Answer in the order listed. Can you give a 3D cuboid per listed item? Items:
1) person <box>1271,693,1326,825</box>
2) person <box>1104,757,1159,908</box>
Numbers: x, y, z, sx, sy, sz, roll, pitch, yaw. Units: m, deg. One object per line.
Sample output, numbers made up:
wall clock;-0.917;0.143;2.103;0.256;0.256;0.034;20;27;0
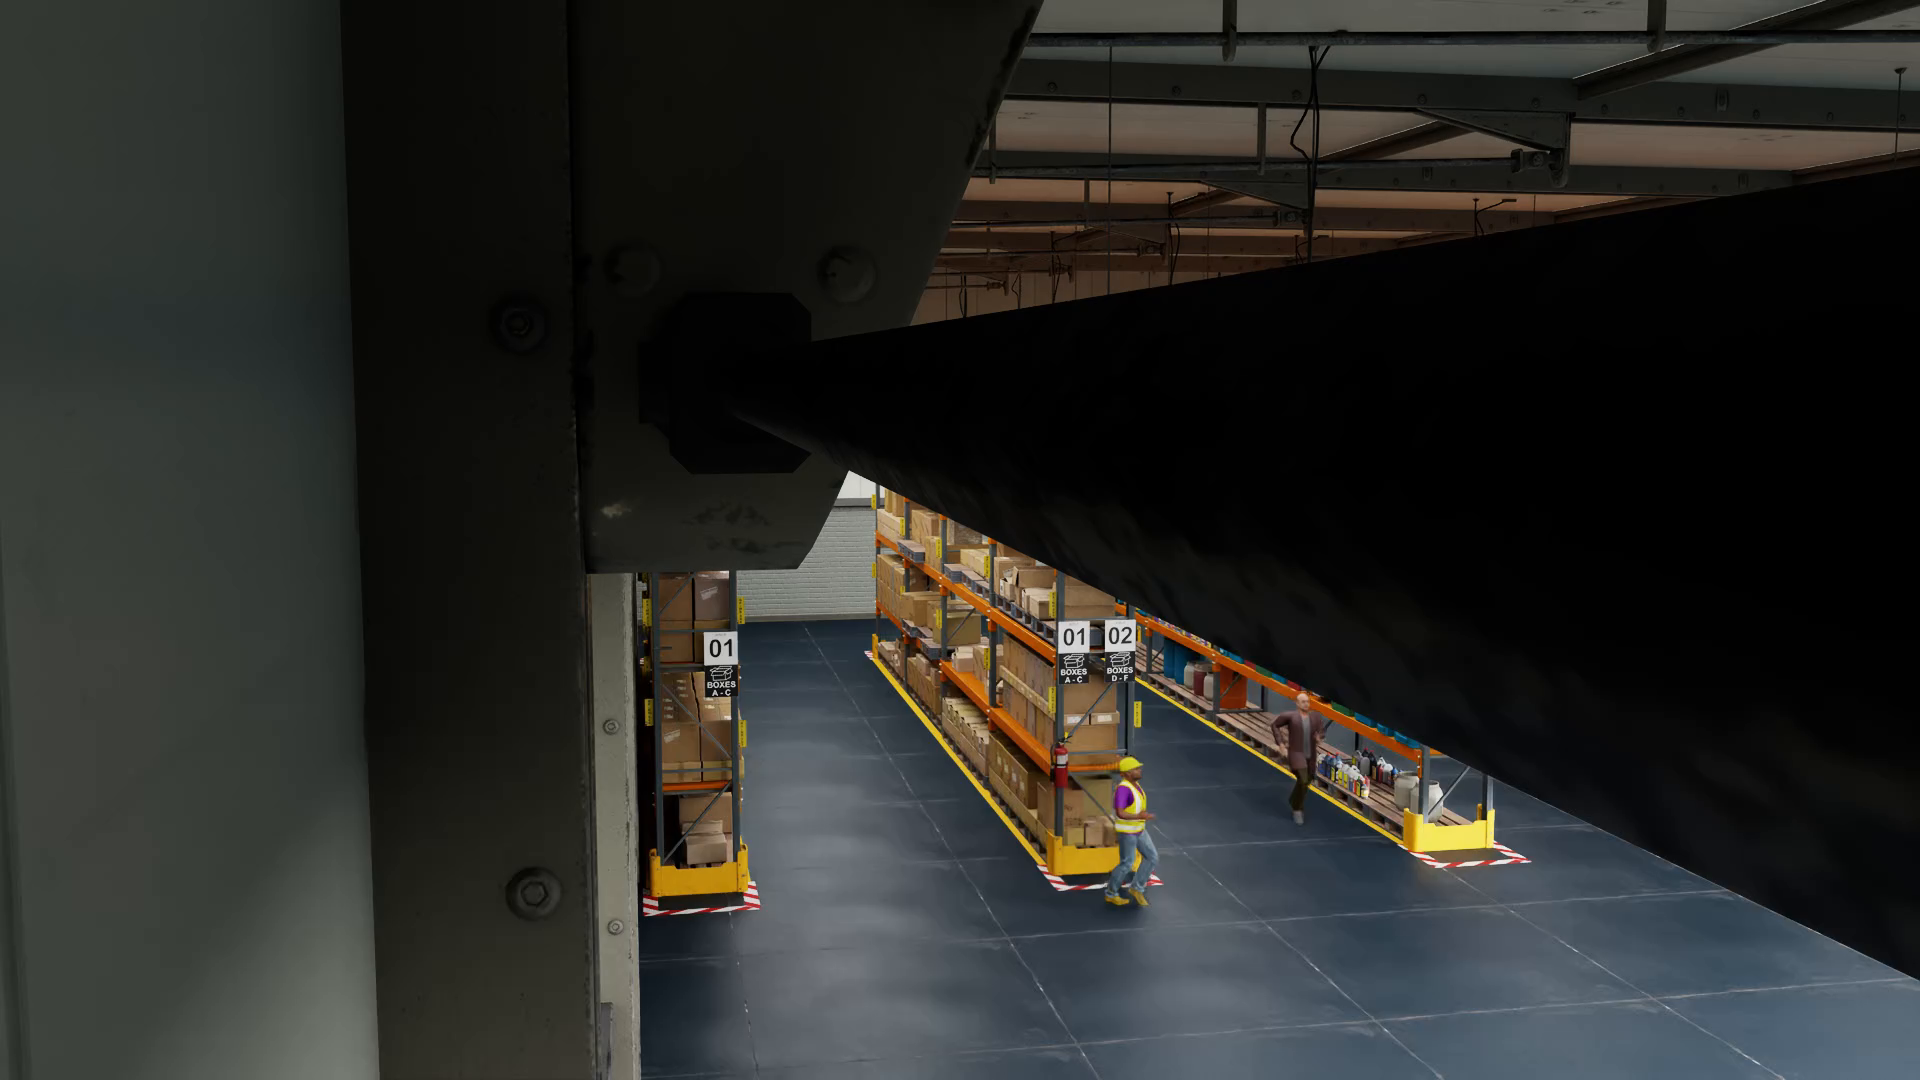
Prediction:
person;4.793;3.061;23.338;0.670;1.834;0.809;-2;6;-19
person;2.035;3.450;19.589;0.627;1.795;0.705;3;7;26
